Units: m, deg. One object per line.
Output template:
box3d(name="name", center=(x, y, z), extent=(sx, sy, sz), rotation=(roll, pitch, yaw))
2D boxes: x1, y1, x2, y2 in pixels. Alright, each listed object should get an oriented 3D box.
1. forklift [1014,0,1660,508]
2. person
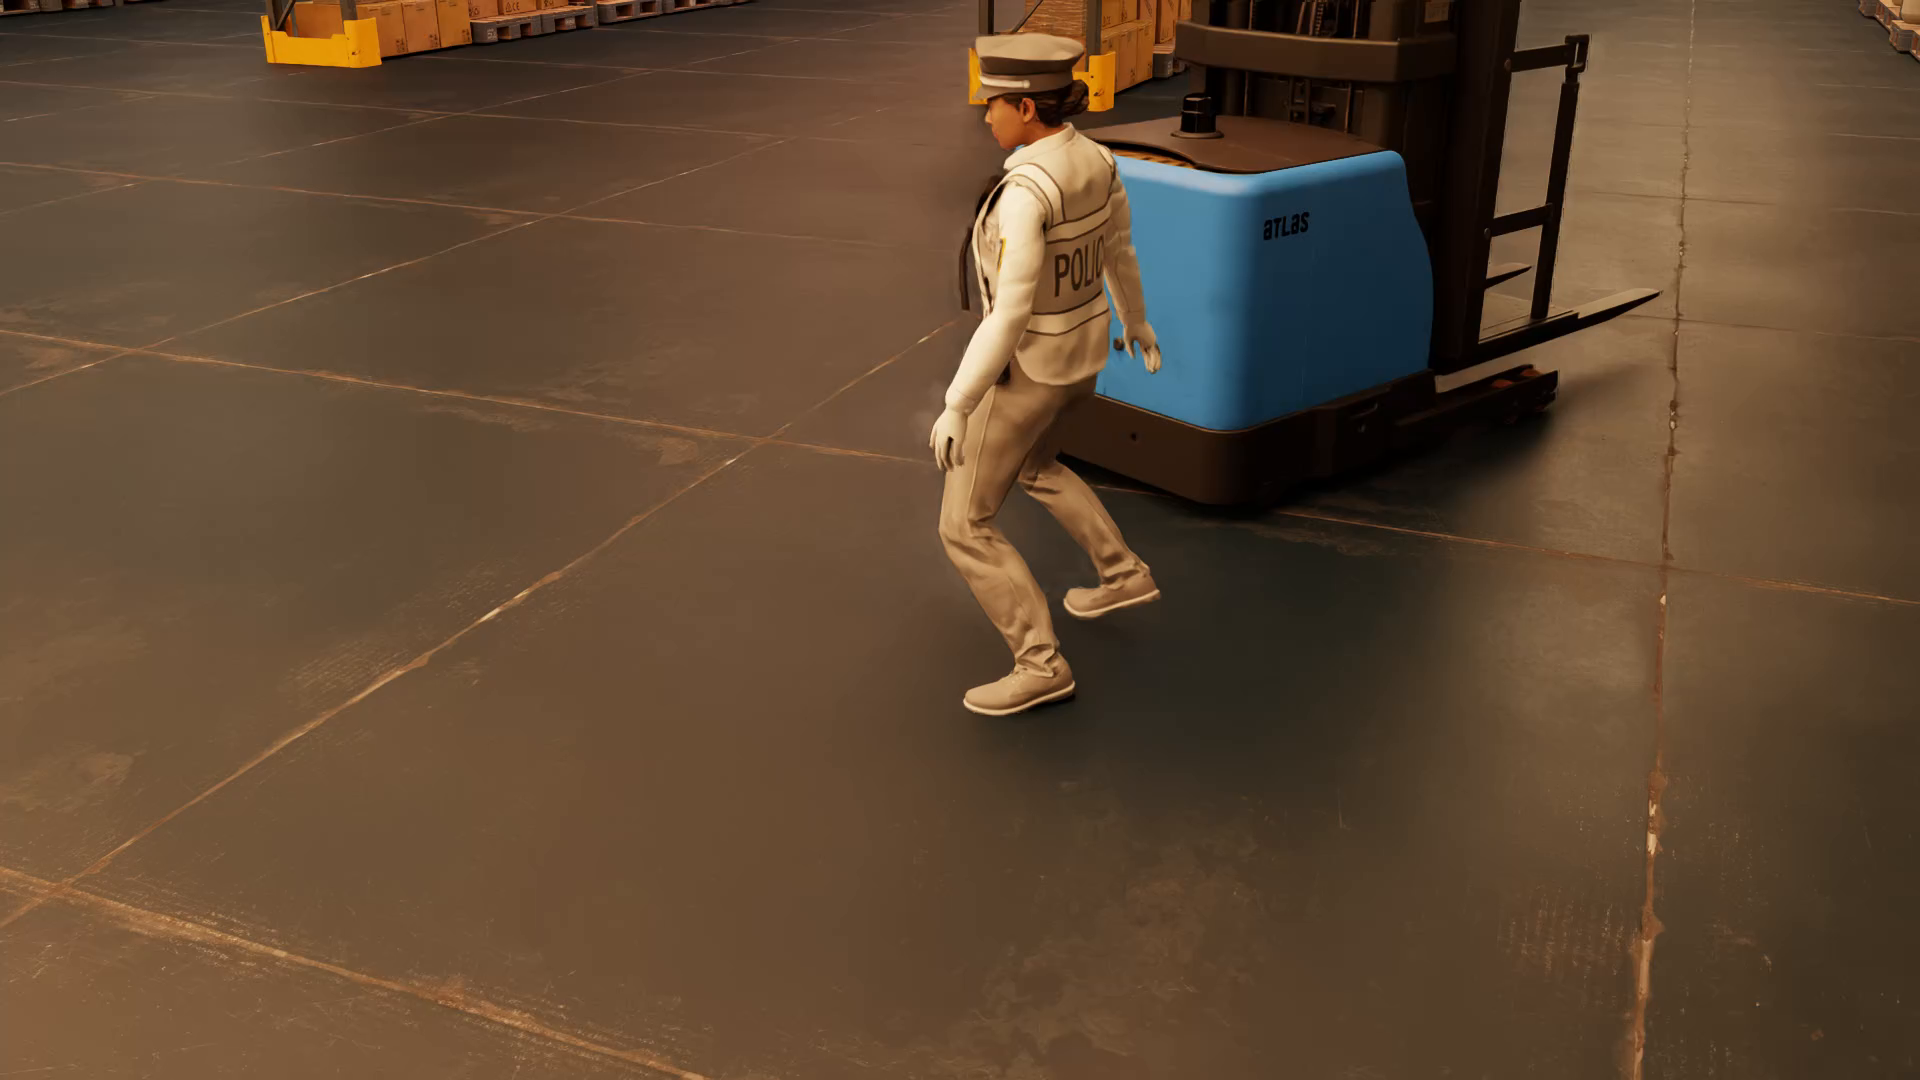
box3d(name="forklift", center=(1.602, -1.912, 5.866), extent=(3.031, 2.935, 1.130), rotation=(-19, 29, -37))
box3d(name="person", center=(0.232, -0.431, 4.096), extent=(0.460, 1.588, 0.817), rotation=(14, 27, 31))
